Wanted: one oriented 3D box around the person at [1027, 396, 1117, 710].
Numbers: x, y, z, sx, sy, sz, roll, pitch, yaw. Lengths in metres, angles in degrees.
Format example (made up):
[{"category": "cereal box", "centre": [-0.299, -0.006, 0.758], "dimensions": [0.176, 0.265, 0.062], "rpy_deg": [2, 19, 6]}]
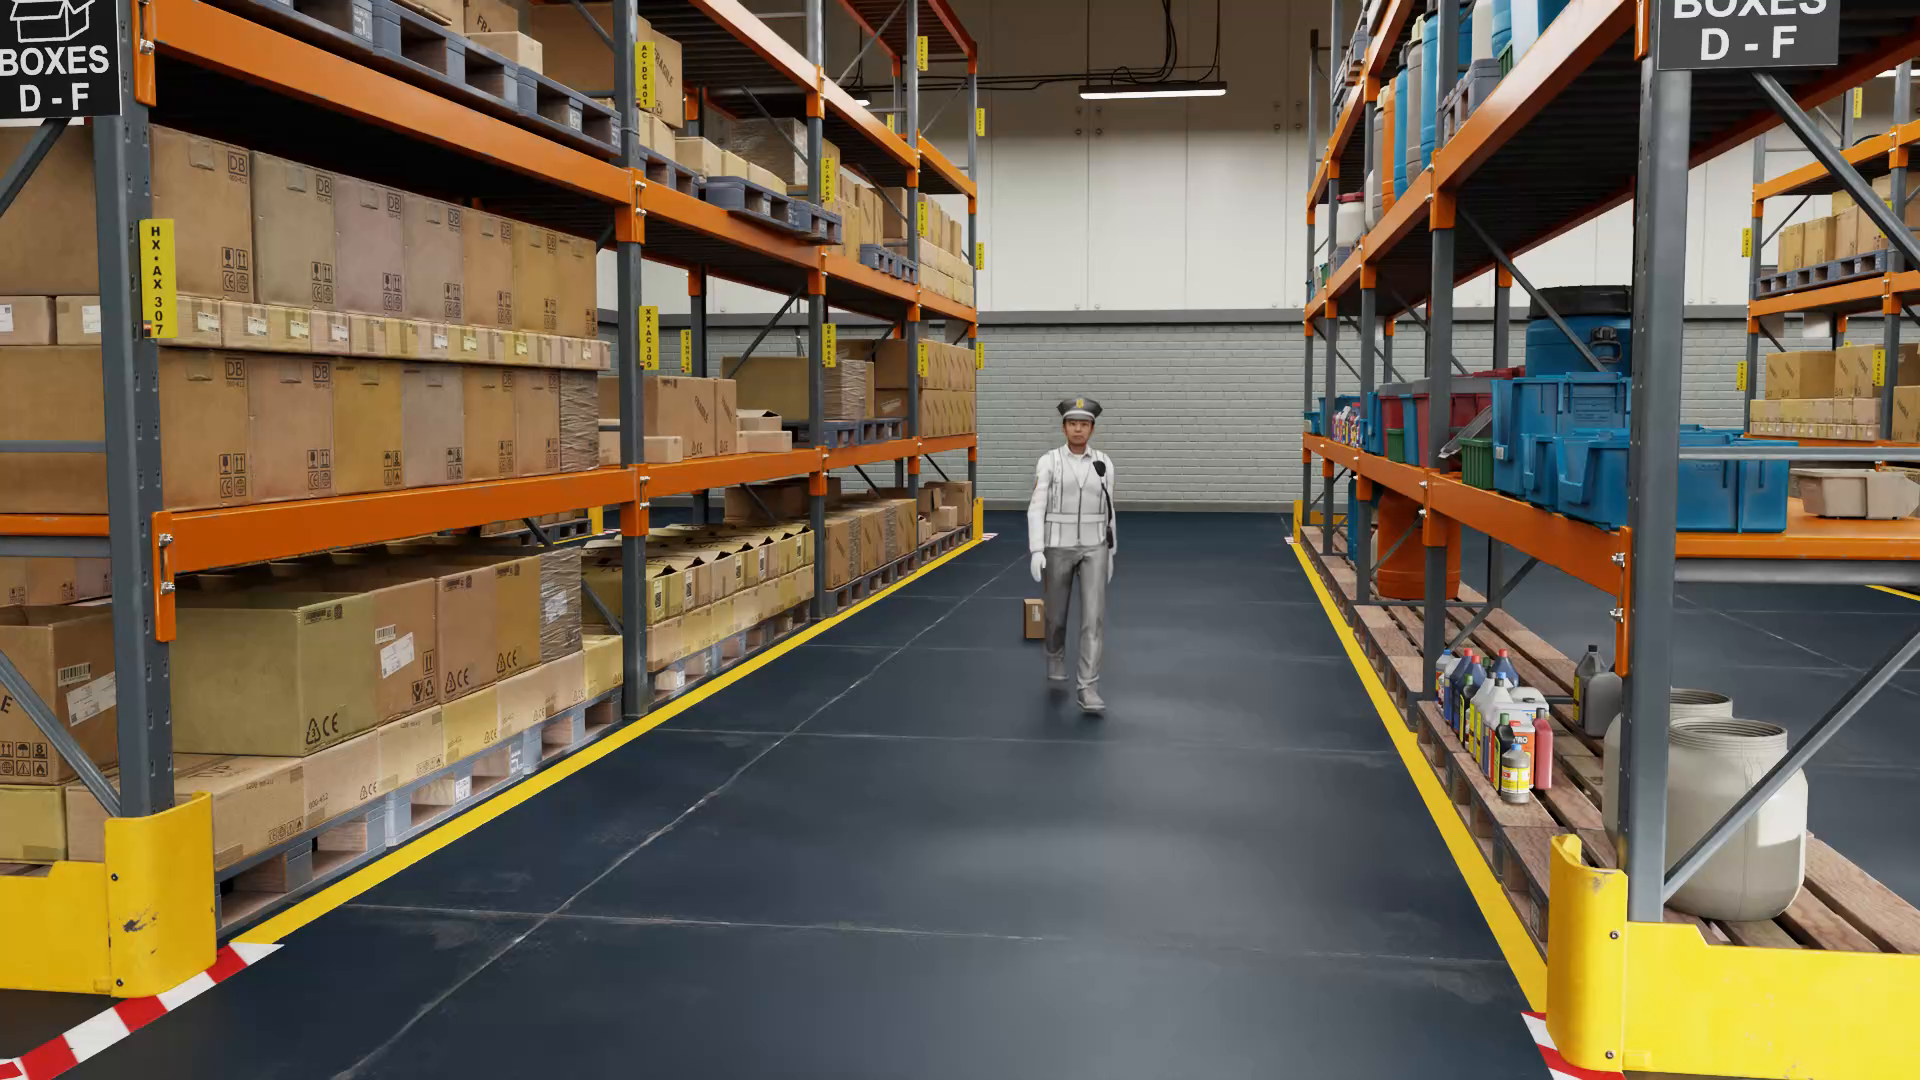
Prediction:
[{"category": "person", "centre": [0.613, 0.046, 9.041], "dimensions": [0.499, 1.647, 0.916], "rpy_deg": [0, 5, -3]}]
